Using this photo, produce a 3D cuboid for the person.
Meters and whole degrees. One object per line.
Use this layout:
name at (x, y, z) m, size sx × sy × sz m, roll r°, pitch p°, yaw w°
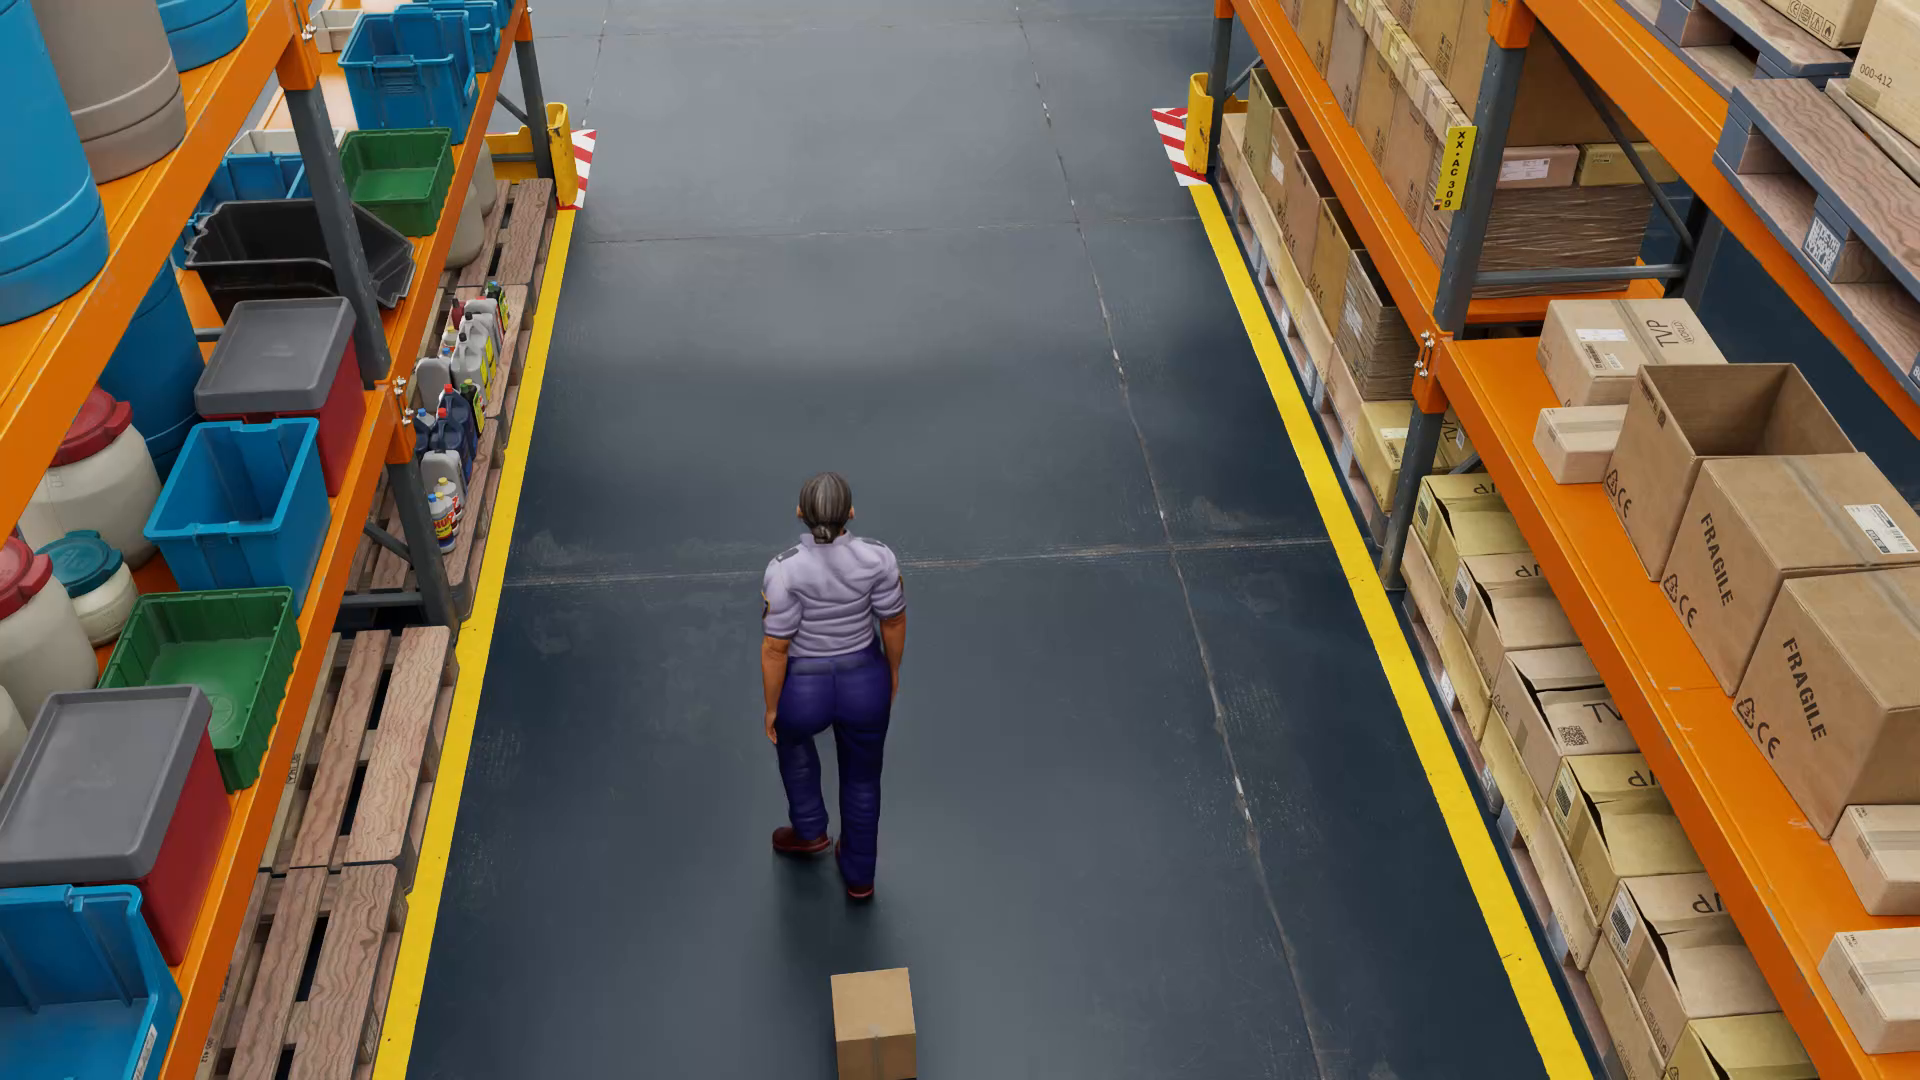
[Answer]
person at (-0.415, 0.521, 5.551) m, size 0.512 × 1.683 × 0.501 m, roll -8°, pitch 40°, yaw -10°
